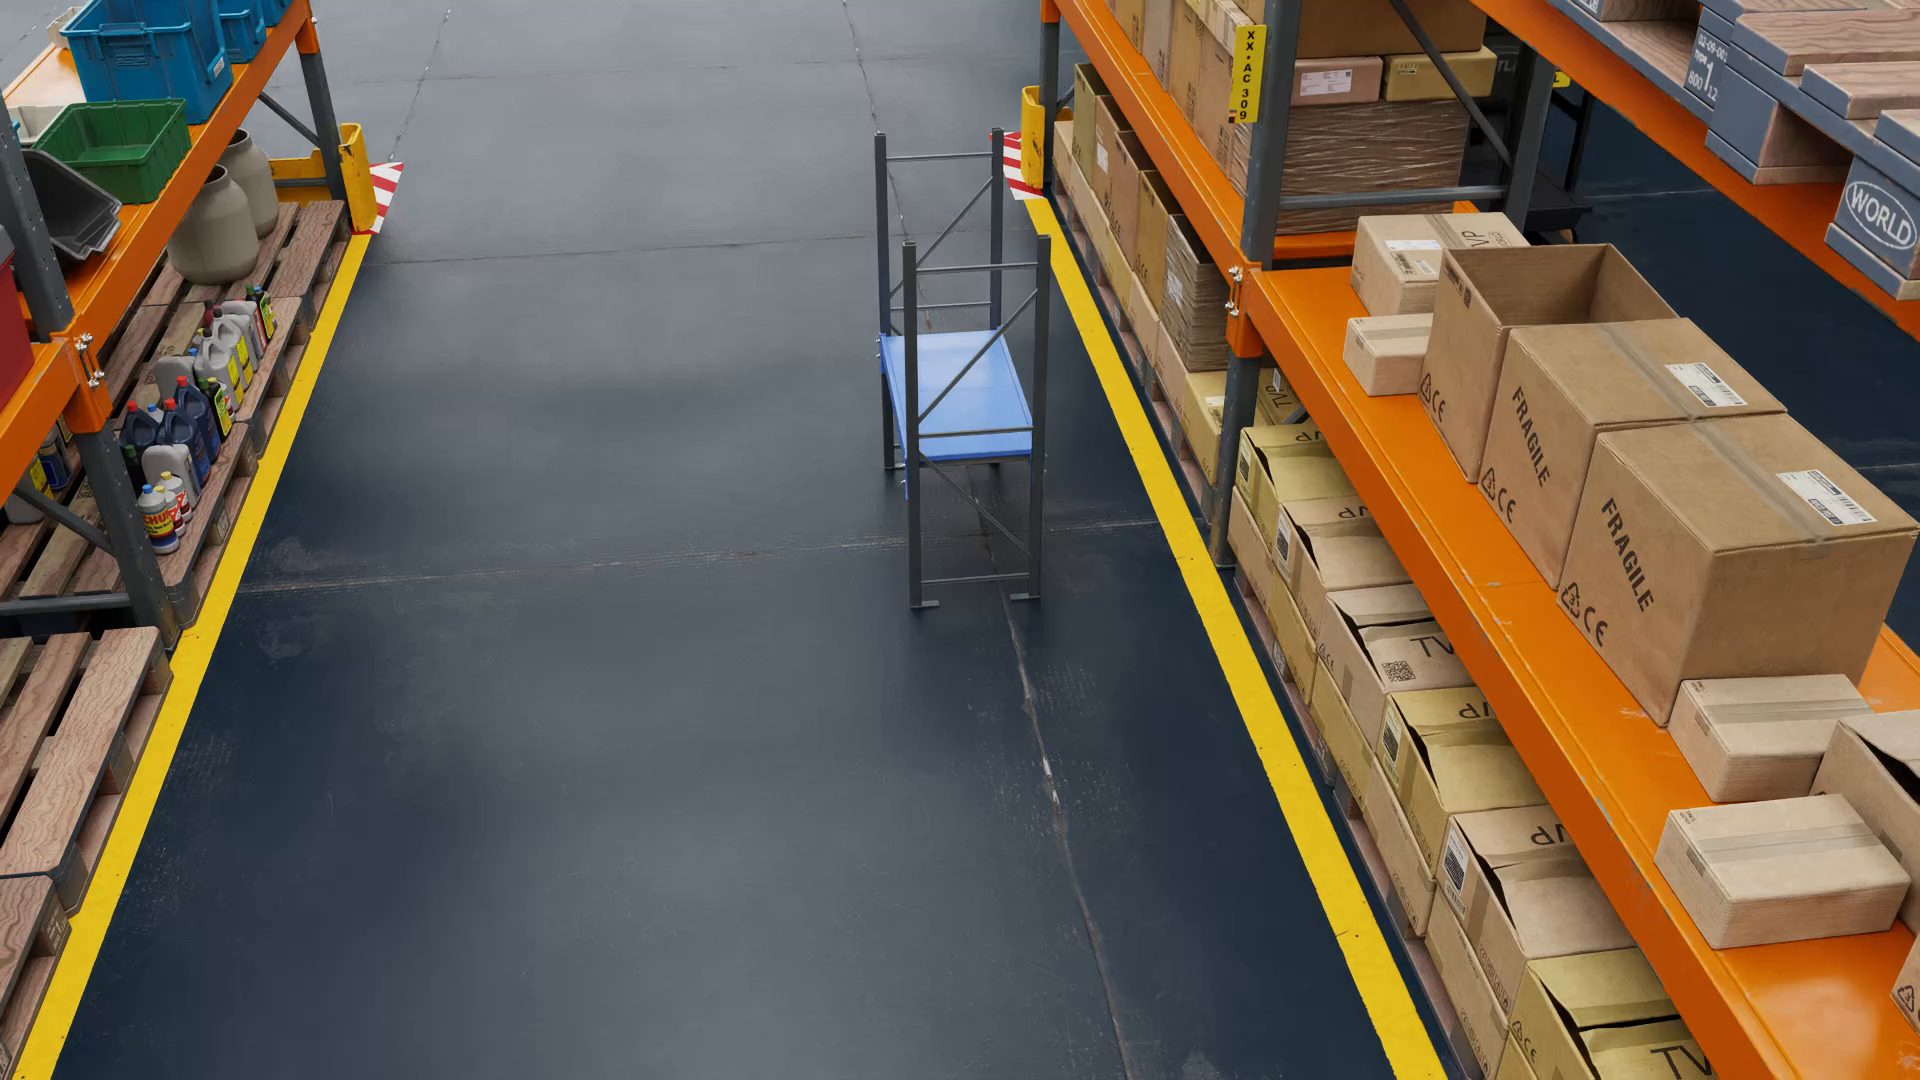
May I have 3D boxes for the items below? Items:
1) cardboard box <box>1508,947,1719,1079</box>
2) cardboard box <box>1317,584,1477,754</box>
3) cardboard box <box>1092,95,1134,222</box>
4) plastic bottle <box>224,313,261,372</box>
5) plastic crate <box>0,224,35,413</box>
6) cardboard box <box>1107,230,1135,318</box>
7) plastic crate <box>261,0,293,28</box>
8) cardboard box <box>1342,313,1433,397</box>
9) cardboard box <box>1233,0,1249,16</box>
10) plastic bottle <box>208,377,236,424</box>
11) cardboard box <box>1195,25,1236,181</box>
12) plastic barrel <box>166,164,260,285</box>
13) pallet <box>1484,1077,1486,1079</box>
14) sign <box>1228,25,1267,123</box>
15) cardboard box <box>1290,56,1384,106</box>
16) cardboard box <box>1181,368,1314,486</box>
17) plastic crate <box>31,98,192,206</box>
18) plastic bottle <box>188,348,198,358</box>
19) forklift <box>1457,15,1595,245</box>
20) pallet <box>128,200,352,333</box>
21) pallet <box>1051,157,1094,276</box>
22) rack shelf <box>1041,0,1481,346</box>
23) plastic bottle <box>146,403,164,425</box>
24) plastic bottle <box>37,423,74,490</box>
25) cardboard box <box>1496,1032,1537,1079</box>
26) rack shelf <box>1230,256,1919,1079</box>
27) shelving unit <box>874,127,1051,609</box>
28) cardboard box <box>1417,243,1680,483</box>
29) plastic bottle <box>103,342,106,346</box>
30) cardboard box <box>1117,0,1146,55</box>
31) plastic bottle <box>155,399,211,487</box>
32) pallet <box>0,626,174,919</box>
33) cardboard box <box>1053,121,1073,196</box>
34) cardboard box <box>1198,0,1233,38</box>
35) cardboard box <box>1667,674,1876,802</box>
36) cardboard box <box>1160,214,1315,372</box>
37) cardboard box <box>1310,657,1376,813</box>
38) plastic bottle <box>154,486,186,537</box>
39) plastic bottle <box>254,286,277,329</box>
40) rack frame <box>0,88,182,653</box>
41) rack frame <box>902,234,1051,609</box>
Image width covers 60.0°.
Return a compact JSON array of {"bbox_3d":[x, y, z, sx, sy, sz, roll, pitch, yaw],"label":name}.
[{"bbox_3d":[1.647,1.207,3.887,0.500,0.311,0.500,-5,35,-7],"label":"cardboard box"},{"bbox_3d":[1.442,0.356,5.135,0.500,0.311,0.500,-5,35,-8],"label":"cardboard box"},{"bbox_3d":[0.963,-1.900,8.277,0.500,0.500,0.500,-4,35,-6],"label":"cardboard box"},{"bbox_3d":[-3.240,-0.897,7.430,0.152,0.276,0.135,-5,35,-8],"label":"plastic bottle"},{"bbox_3d":[-3.040,-0.600,4.910,0.402,0.464,0.583,-4,35,-6],"label":"plastic crate"},{"bbox_3d":[1.014,-1.310,8.077,0.500,0.250,0.500,-4,35,-6],"label":"cardboard box"},{"bbox_3d":[-3.583,-2.734,8.231,0.499,0.251,0.616,-4,35,-6],"label":"plastic crate"},{"bbox_3d":[1.417,-0.580,5.160,0.380,0.149,0.250,-4,35,-6],"label":"cardboard box"},{"bbox_3d":[1.365,-2.300,6.220,0.700,0.500,0.500,-4,35,-6],"label":"cardboard box"},{"bbox_3d":[-3.146,-0.593,7.050,0.097,0.201,0.097,0,34,0],"label":"plastic bottle"},{"bbox_3d":[1.357,-1.776,6.603,0.700,0.500,0.500,-5,35,-7],"label":"cardboard box"},{"bbox_3d":[-3.715,-1.557,8.207,0.421,0.512,0.421,0,34,0],"label":"plastic barrel"},{"bbox_3d":[1.966,1.729,4.026,1.003,0.211,1.213,-4,35,-6],"label":"pallet"},{"bbox_3d":[0.951,-1.541,5.509,0.100,0.325,0.005,-4,35,-6],"label":"sign"},{"bbox_3d":[1.251,-1.638,5.826,0.380,0.149,0.250,-4,35,-6],"label":"cardboard box"},{"bbox_3d":[1.221,-0.473,6.849,0.500,0.250,0.500,-4,35,-6],"label":"cardboard box"},{"bbox_3d":[-3.311,-1.512,6.493,0.450,0.188,0.662,-4,35,-6],"label":"plastic crate"},{"bbox_3d":[-3.327,-0.740,7.267,0.097,0.201,0.097,0,34,0],"label":"plastic bottle"},{"bbox_3d":[2.707,-2.878,8.371,1.130,2.935,3.031,-5,35,-7],"label":"forklift"},{"bbox_3d":[-3.786,-1.408,8.628,1.003,0.211,1.213,-4,35,-6],"label":"pallet"},{"bbox_3d":[1.107,-1.850,9.277,1.003,0.211,1.213,-4,35,-6],"label":"pallet"},{"bbox_3d":[1.231,-2.012,7.678,1.077,0.370,4.000,-4,35,-6],"label":"rack shelf"},{"bbox_3d":[-3.245,-0.428,6.747,0.097,0.271,0.097,0,34,0],"label":"plastic bottle"},{"bbox_3d":[-3.663,-0.347,6.623,0.152,0.276,0.135,-4,35,-6],"label":"plastic bottle"},{"bbox_3d":[1.653,1.439,4.044,0.500,0.250,0.500,-5,35,-7],"label":"cardboard box"},{"bbox_3d":[1.769,0.220,4.402,1.077,0.370,4.000,-4,35,-6],"label":"rack shelf"},{"bbox_3d":[-0.011,-0.667,6.397,0.538,1.500,1.048,-4,35,-6],"label":"shelving unit"},{"bbox_3d":[1.658,-0.511,4.747,0.500,0.500,0.500,-2,34,-3],"label":"cardboard box"},{"bbox_3d":[-3.998,-0.985,7.626,0.097,0.201,0.097,0,34,0],"label":"plastic bottle"},{"bbox_3d":[1.149,-2.635,7.864,0.700,0.500,0.500,-4,34,-6],"label":"cardboard box"},{"bbox_3d":[-3.106,-0.389,6.619,0.144,0.351,0.185,-3,34,-5],"label":"plastic bottle"},{"bbox_3d":[-3.265,0.767,5.437,1.003,0.211,1.213,-4,35,-6],"label":"pallet"},{"bbox_3d":[0.814,-2.147,9.305,0.500,0.250,0.500,-4,35,-6],"label":"cardboard box"},{"bbox_3d":[1.146,-2.069,6.457,0.380,0.149,0.250,-4,35,-6],"label":"cardboard box"},{"bbox_3d":[1.811,0.435,3.671,0.380,0.149,0.250,-2,34,-3],"label":"cardboard box"},{"bbox_3d":[1.166,-1.063,7.049,0.500,0.500,0.500,-4,35,-6],"label":"cardboard box"},{"bbox_3d":[1.449,0.587,5.293,0.500,0.250,0.500,-5,35,-8],"label":"cardboard box"},{"bbox_3d":[-3.031,-0.113,6.347,0.097,0.201,0.097,0,34,0],"label":"plastic bottle"},{"bbox_3d":[-3.265,-1.086,7.775,0.097,0.201,0.097,0,34,0],"label":"plastic bottle"},{"bbox_3d":[-3.409,-0.820,5.290,1.000,3.000,0.127,-4,35,-6],"label":"rack frame"},{"bbox_3d":[0.057,-0.384,5.981,0.500,1.500,0.032,-4,35,-6],"label":"rack frame"}]
